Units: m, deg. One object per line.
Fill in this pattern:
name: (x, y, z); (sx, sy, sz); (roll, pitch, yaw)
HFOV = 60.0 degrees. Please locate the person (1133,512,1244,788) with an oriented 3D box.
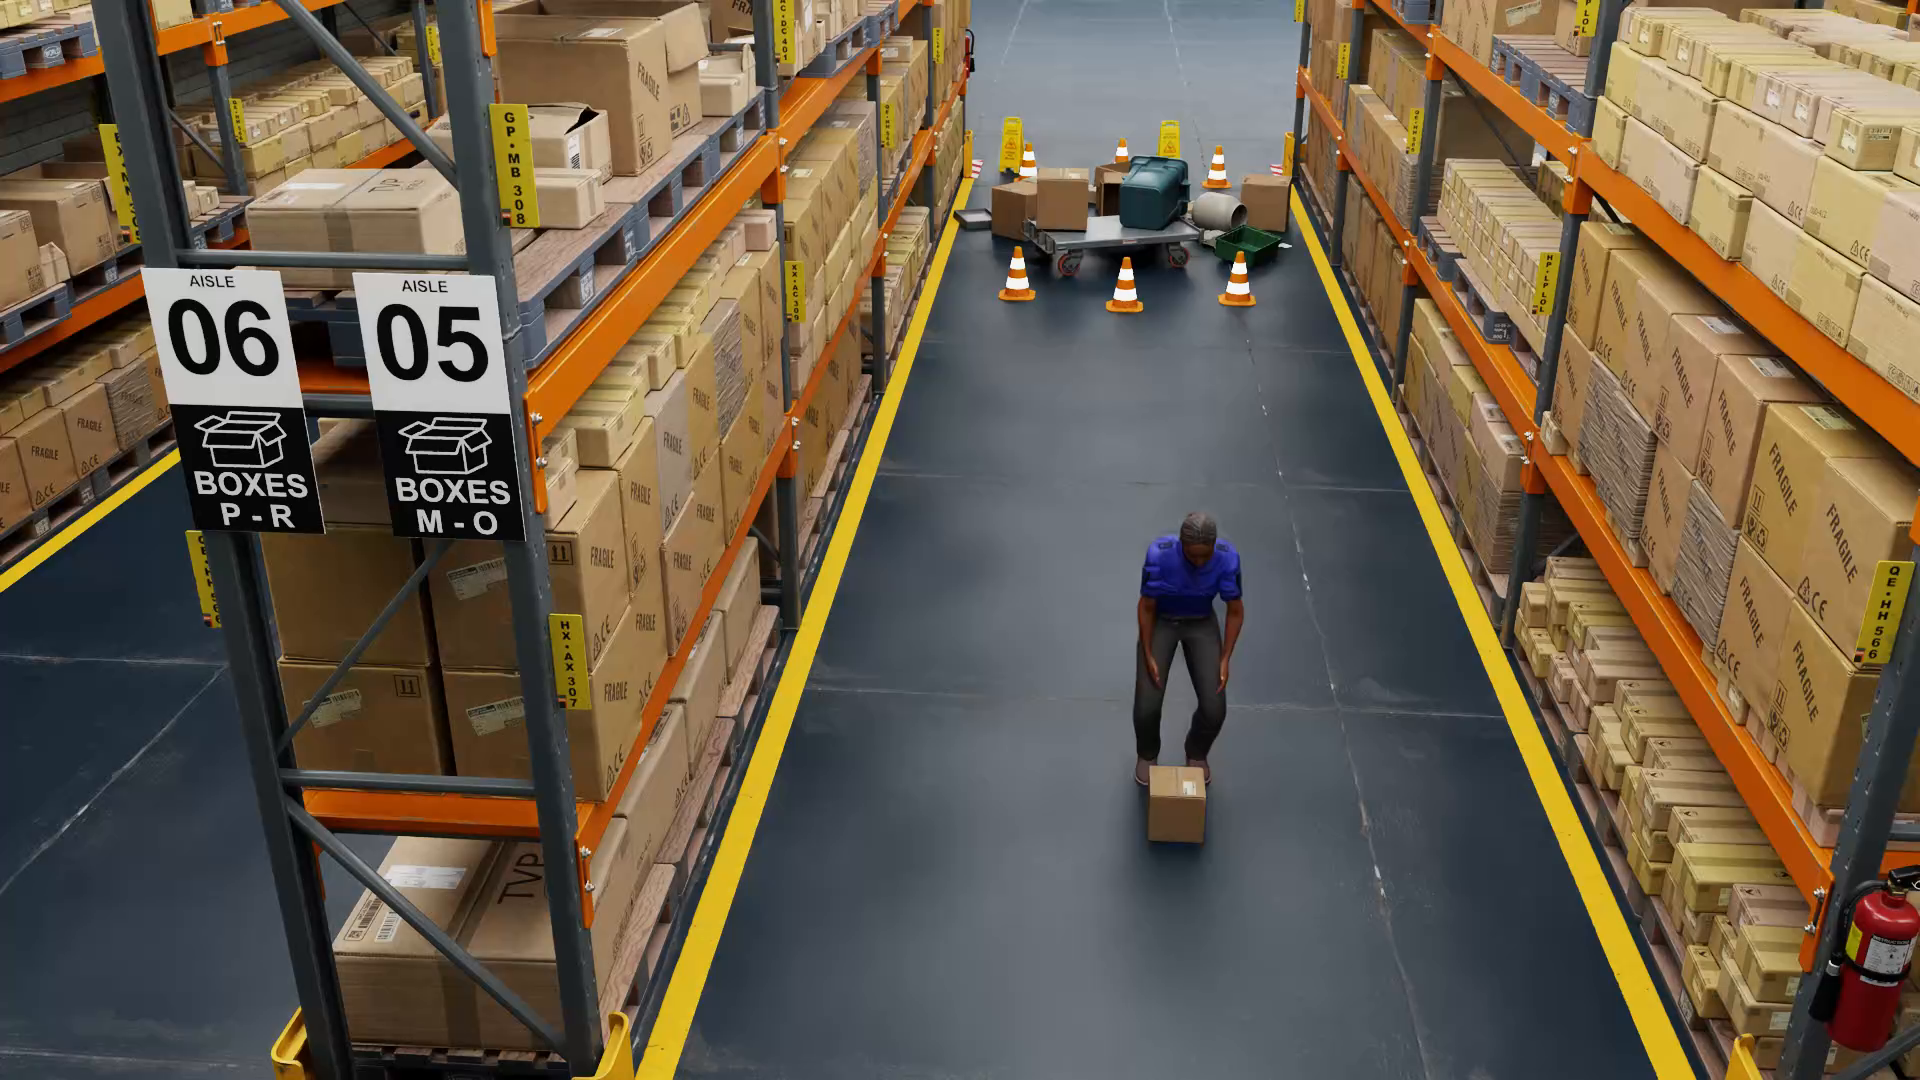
person: (1.070, 0.482, 7.809); (0.490, 1.465, 0.555); (2, 25, 5)
